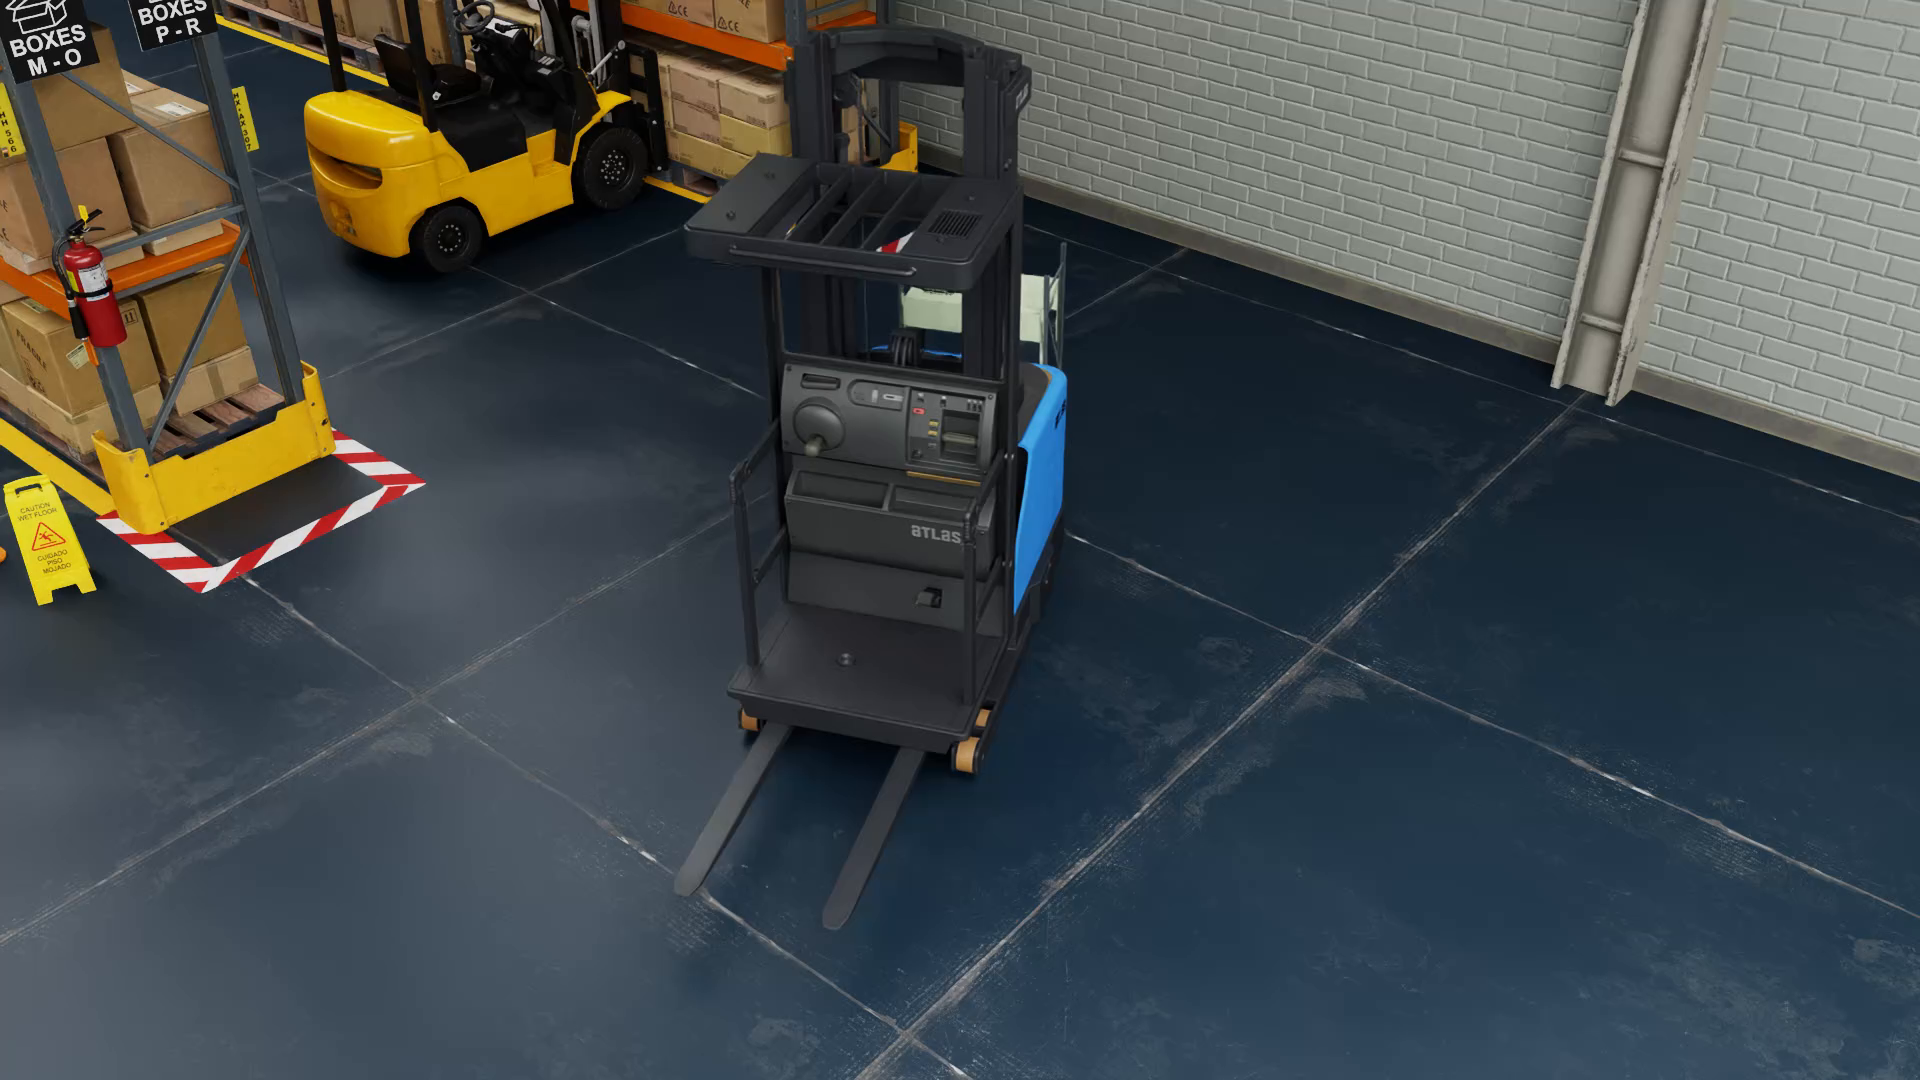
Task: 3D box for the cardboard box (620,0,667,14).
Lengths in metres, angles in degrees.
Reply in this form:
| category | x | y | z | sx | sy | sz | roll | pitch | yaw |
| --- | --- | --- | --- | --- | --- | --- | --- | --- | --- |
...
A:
| category | x | y | z | sx | sy | sz | roll | pitch | yaw |
| --- | --- | --- | --- | --- | --- | --- | --- | --- | --- |
| cardboard box | -2.148 | -4.180 | 12.099 | 0.500 | 0.500 | 0.500 | 24 | 41 | 31 |

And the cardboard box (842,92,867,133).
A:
| category | x | y | z | sx | sy | sz | roll | pitch | yaw |
| --- | --- | --- | --- | --- | --- | --- | --- | --- | --- |
| cardboard box | -1.043 | -3.204 | 12.382 | 0.500 | 0.250 | 0.500 | 26 | 42 | 33 |

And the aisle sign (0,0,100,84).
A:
| category | x | y | z | sx | sy | sz | roll | pitch | yaw |
| --- | --- | --- | --- | --- | --- | --- | --- | --- | --- |
| aisle sign | -4.126 | -2.460 | 7.386 | 0.004 | 0.787 | 0.394 | 25 | 42 | 32 |

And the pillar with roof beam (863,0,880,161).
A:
| category | x | y | z | sx | sy | sz | roll | pitch | yaw |
| --- | --- | --- | --- | --- | --- | --- | --- | --- | --- |
| pillar with roof beam | -3.528 | -4.942 | 7.997 | 0.400 | 9.000 | 9.100 | 25 | 42 | 32 |

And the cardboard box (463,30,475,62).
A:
| category | x | y | z | sx | sy | sz | roll | pitch | yaw |
| --- | --- | --- | --- | --- | --- | --- | --- | --- | --- |
| cardboard box | -3.714 | -4.083 | 13.662 | 0.500 | 0.250 | 0.500 | 25 | 42 | 32 |

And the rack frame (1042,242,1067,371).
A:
| category | x | y | z | sx | sy | sz | roll | pitch | yaw |
| --- | --- | --- | --- | --- | --- | --- | --- | --- | --- |
| rack frame | 0.466 | -0.750 | 8.518 | 0.023 | 1.500 | 0.400 | 9 | 35 | 13 |

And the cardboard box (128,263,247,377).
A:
| category | x | y | z | sx | sy | sz | roll | pitch | yaw |
| --- | --- | --- | --- | --- | --- | --- | --- | --- | --- |
| cardboard box | -4.449 | -1.307 | 9.398 | 0.500 | 0.500 | 0.500 | 24 | 41 | 30 |

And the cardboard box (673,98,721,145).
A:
| category | x | y | z | sx | sy | sz | roll | pitch | yaw |
| --- | --- | --- | --- | --- | --- | --- | --- | --- | --- |
| cardboard box | -1.767 | -3.170 | 12.333 | 0.500 | 0.250 | 0.500 | 25 | 42 | 31 |

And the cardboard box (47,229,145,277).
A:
| category | x | y | z | sx | sy | sz | roll | pitch | yaw |
| --- | --- | --- | --- | --- | --- | --- | --- | --- | --- |
| cardboard box | -4.412 | -1.476 | 8.471 | 0.250 | 0.149 | 0.380 | 27 | 43 | 33 |

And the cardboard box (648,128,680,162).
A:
| category | x | y | z | sx | sy | sz | roll | pitch | yaw |
| --- | --- | --- | --- | --- | --- | --- | --- | --- | --- |
| cardboard box | -2.133 | -3.140 | 12.730 | 0.500 | 0.250 | 0.500 | 26 | 42 | 32 |

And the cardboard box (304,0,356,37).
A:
| category | x | y | z | sx | sy | sz | roll | pitch | yaw |
| --- | --- | --- | --- | --- | --- | --- | --- | --- | --- |
| cardboard box | -5.467 | -5.081 | 15.225 | 0.625 | 0.625 | 0.875 | 23 | 41 | 30 |

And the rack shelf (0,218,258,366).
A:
| category | x | y | z | sx | sy | sz | roll | pitch | yaw |
| --- | --- | --- | --- | --- | --- | --- | --- | --- | --- |
| rack shelf | -5.525 | -1.965 | 9.597 | 4.000 | 0.370 | 1.077 | 25 | 42 | 32 |

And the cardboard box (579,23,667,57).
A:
| category | x | y | z | sx | sy | sz | roll | pitch | yaw |
| --- | --- | --- | --- | --- | --- | --- | --- | --- | --- |
| cardboard box | -2.543 | -3.728 | 12.704 | 0.500 | 0.250 | 0.500 | 24 | 41 | 31 |

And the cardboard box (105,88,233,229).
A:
| category | x | y | z | sx | sy | sz | roll | pitch | yaw |
| --- | --- | --- | --- | --- | --- | --- | --- | --- | --- |
| cardboard box | -4.174 | -1.993 | 8.651 | 0.500 | 0.500 | 0.500 | 25 | 41 | 31 |

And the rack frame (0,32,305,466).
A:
| category | x | y | z | sx | sy | sz | roll | pitch | yaw |
| --- | --- | --- | --- | --- | --- | --- | --- | --- | --- |
| rack frame | -3.988 | -1.537 | 8.338 | 0.127 | 3.000 | 1.000 | 25 | 42 | 32 |

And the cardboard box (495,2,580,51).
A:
| category | x | y | z | sx | sy | sz | roll | pitch | yaw |
| --- | --- | --- | --- | --- | --- | --- | --- | --- | --- |
| cardboard box | -3.331 | -4.097 | 13.241 | 0.500 | 0.250 | 0.500 | 25 | 42 | 32 |

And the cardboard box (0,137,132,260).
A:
| category | x | y | z | sx | sy | sz | roll | pitch | yaw |
| --- | --- | --- | --- | --- | --- | --- | --- | --- | --- |
| cardboard box | -4.581 | -1.777 | 8.337 | 0.500 | 0.500 | 0.500 | 24 | 41 | 31 |

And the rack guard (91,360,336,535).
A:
| category | x | y | z | sx | sy | sz | roll | pitch | yaw |
| --- | --- | --- | --- | --- | --- | --- | --- | --- | --- |
| rack guard | -4.046 | -0.534 | 9.086 | 0.348 | 0.500 | 1.175 | 25 | 42 | 32 |

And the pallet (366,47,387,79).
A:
| category | x | y | z | sx | sy | sz | roll | pitch | yaw |
| --- | --- | --- | --- | --- | --- | --- | --- | --- | --- |
| pallet | -4.480 | -4.247 | 14.748 | 1.213 | 0.211 | 1.003 | 25 | 42 | 32 |

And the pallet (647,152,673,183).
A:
| category | x | y | z | sx | sy | sz | roll | pitch | yaw |
| --- | --- | --- | --- | --- | --- | --- | --- | --- | --- |
| pallet | -2.363 | -3.249 | 13.295 | 1.213 | 0.211 | 1.003 | 25 | 42 | 32 |

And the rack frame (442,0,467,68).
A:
| category | x | y | z | sx | sy | sz | roll | pitch | yaw |
| --- | --- | --- | --- | --- | --- | --- | --- | --- | --- |
| rack frame | -3.889 | -5.147 | 13.595 | 0.127 | 3.000 | 1.000 | 25 | 42 | 32 |

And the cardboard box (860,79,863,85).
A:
| category | x | y | z | sx | sy | sz | roll | pitch | yaw |
| --- | --- | --- | --- | --- | --- | --- | --- | --- | --- |
| cardboard box | -1.063 | -3.406 | 12.235 | 0.500 | 0.250 | 0.500 | 25 | 41 | 31 |

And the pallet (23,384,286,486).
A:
| category | x | y | z | sx | sy | sz | roll | pitch | yaw |
| --- | --- | --- | --- | --- | --- | --- | --- | --- | --- |
| pallet | -4.648 | -0.725 | 9.619 | 1.213 | 0.211 | 1.003 | 25 | 42 | 32 |

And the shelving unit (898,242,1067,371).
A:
| category | x | y | z | sx | sy | sz | roll | pitch | yaw |
| --- | --- | --- | --- | --- | --- | --- | --- | --- | --- |
| shelving unit | 0.113 | -0.805 | 8.598 | 0.755 | 1.500 | 0.431 | 9 | 35 | 13 |

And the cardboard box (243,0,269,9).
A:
| category | x | y | z | sx | sy | sz | roll | pitch | yaw |
| --- | --- | --- | --- | --- | --- | --- | --- | --- | --- |
| cardboard box | -6.492 | -5.558 | 15.920 | 0.625 | 0.625 | 0.875 | 27 | 43 | 33 |

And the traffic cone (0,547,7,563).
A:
| category | x | y | z | sx | sy | sz | roll | pitch | yaw |
| --- | --- | --- | --- | --- | --- | --- | --- | --- | --- |
| traffic cone | -5.144 | -0.086 | 8.466 | 0.334 | 0.463 | 0.336 | 25 | 42 | 32 |

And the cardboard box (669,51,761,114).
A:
| category | x | y | z | sx | sy | sz | roll | pitch | yaw |
| --- | --- | --- | --- | --- | --- | --- | --- | --- | --- |
| cardboard box | -1.764 | -3.363 | 12.172 | 0.500 | 0.250 | 0.500 | 26 | 42 | 33 |

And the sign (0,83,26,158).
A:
| category | x | y | z | sx | sy | sz | roll | pitch | yaw |
| --- | --- | --- | --- | --- | --- | --- | --- | --- | --- |
| sign | -4.358 | -1.910 | 7.580 | 0.005 | 0.325 | 0.100 | 25 | 42 | 32 |

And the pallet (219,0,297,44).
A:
| category | x | y | z | sx | sy | sz | roll | pitch | yaw |
| --- | --- | --- | --- | --- | --- | --- | --- | --- | --- |
| pallet | -6.355 | -5.131 | 16.035 | 1.213 | 0.211 | 1.003 | 25 | 42 | 32 |

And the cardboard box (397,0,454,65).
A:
| category | x | y | z | sx | sy | sz | roll | pitch | yaw |
| --- | --- | --- | --- | --- | --- | --- | --- | --- | --- |
| cardboard box | -4.297 | -4.525 | 14.416 | 0.625 | 0.625 | 0.875 | 27 | 43 | 34 |

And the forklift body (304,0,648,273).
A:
| category | x | y | z | sx | sy | sz | roll | pitch | yaw |
| --- | --- | --- | --- | --- | --- | --- | --- | --- | --- |
| forklift body | -3.439 | -3.241 | 11.570 | 1.214 | 2.155 | 2.313 | 25 | 42 | 32 |

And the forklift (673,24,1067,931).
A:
| category | x | y | z | sx | sy | sz | roll | pitch | yaw |
| --- | --- | --- | --- | --- | --- | --- | --- | --- | --- |
| forklift | -0.362 | -0.439 | 6.801 | 1.130 | 2.935 | 3.031 | 9 | 36 | 13 |

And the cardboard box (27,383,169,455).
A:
| category | x | y | z | sx | sy | sz | roll | pitch | yaw |
| --- | --- | --- | --- | --- | --- | --- | --- | --- | --- |
| cardboard box | -4.799 | -0.761 | 9.266 | 0.500 | 0.250 | 0.500 | 25 | 42 | 32 |

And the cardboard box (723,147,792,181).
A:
| category | x | y | z | sx | sy | sz | roll | pitch | yaw |
| --- | --- | --- | --- | --- | --- | --- | --- | --- | --- |
| cardboard box | -1.378 | -2.770 | 12.192 | 0.500 | 0.250 | 0.500 | 26 | 42 | 32 |

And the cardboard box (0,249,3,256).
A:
| category | x | y | z | sx | sy | sz | roll | pitch | yaw |
| --- | --- | --- | --- | --- | --- | --- | --- | --- | --- |
| cardboard box | -4.861 | -1.621 | 8.683 | 0.250 | 0.149 | 0.380 | 24 | 41 | 31 |

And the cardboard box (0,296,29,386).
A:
| category | x | y | z | sx | sy | sz | roll | pitch | yaw |
| --- | --- | --- | --- | --- | --- | --- | --- | --- | --- |
| cardboard box | -5.173 | -1.250 | 9.316 | 0.500 | 0.500 | 0.500 | 27 | 43 | 33 |

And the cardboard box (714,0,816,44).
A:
| category | x | y | z | sx | sy | sz | roll | pitch | yaw |
| --- | --- | --- | --- | --- | --- | --- | --- | --- | --- |
| cardboard box | -1.361 | -3.803 | 11.550 | 0.500 | 0.500 | 0.500 | 24 | 41 | 31 |
